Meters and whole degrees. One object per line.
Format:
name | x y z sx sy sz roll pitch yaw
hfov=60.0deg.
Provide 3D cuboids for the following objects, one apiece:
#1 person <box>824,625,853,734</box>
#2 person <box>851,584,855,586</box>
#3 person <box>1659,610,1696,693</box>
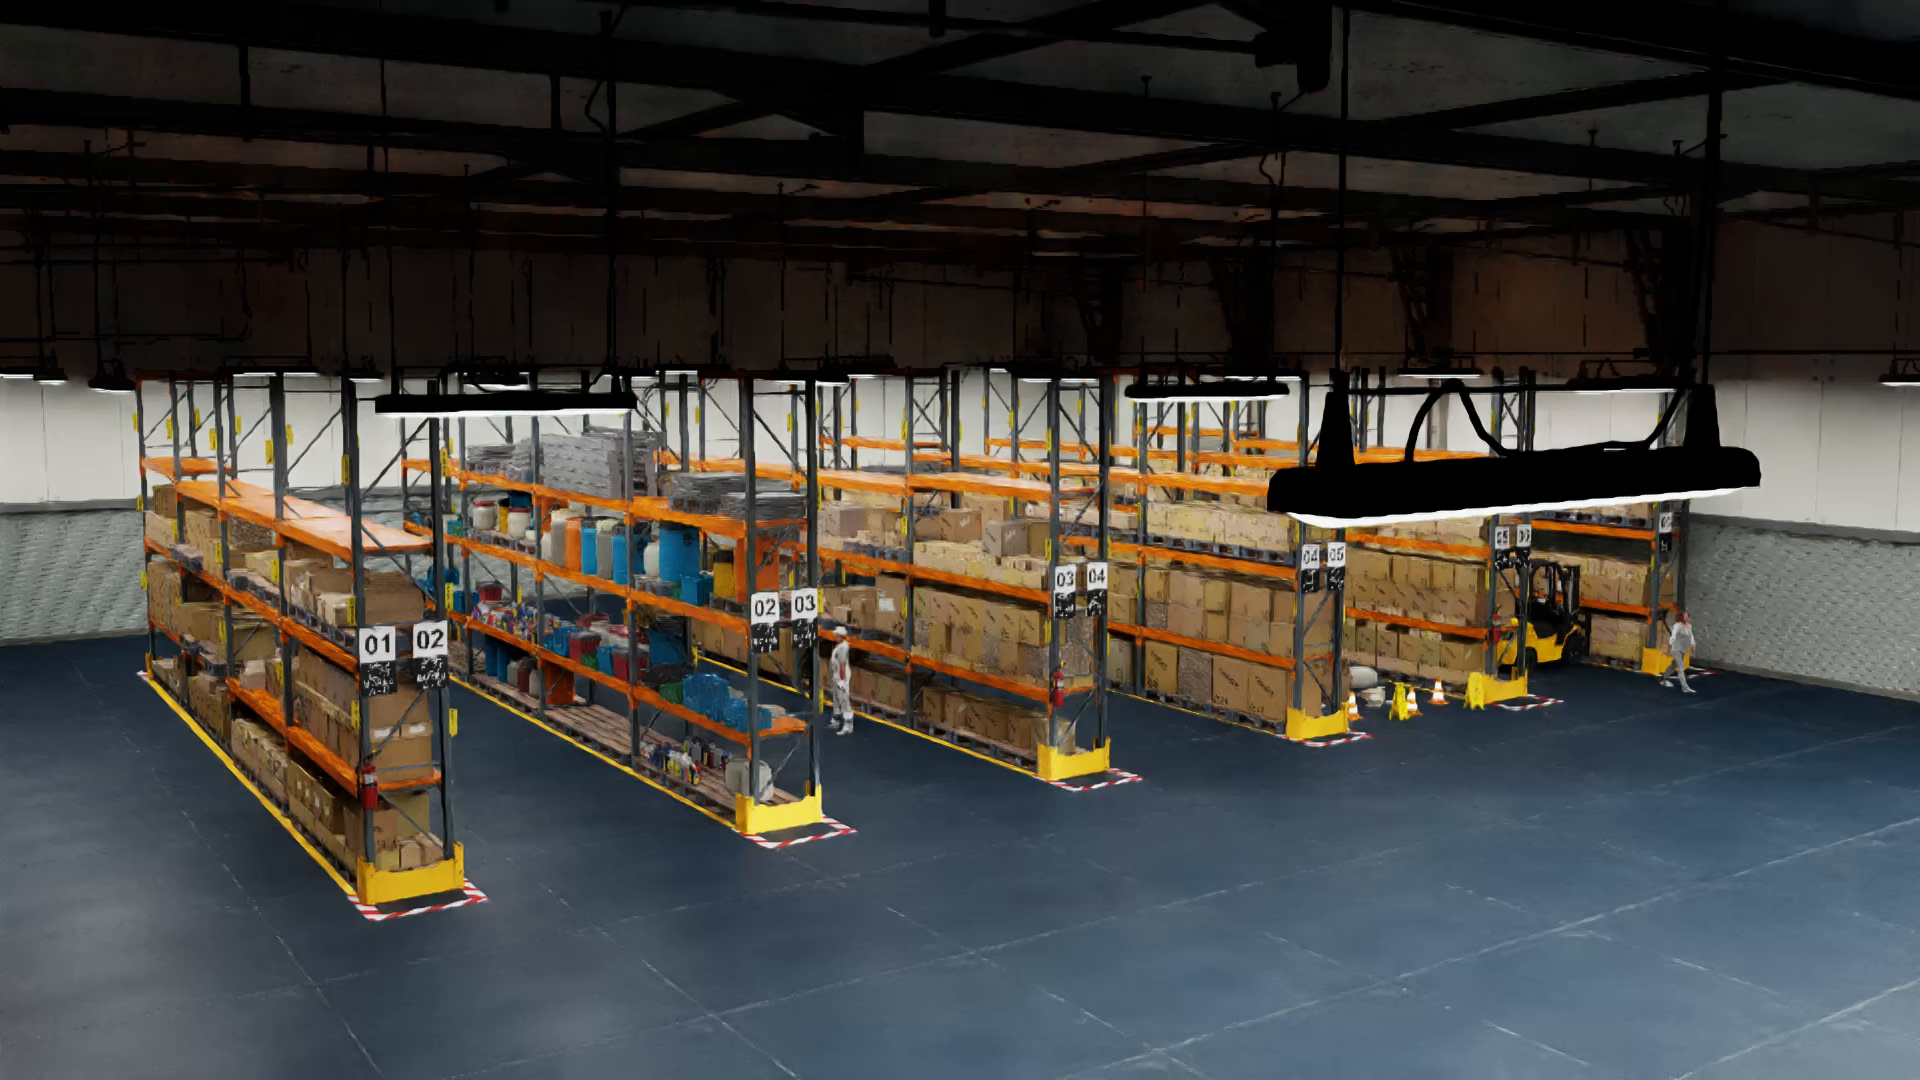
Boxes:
person | -2.030 2.309 27.663 0.489 1.787 0.608 0 6 -4
person | -2.333 1.685 34.111 0.639 1.628 0.512 -5 8 -35
person | 13.463 2.055 31.066 0.407 1.530 0.962 -3 7 -25
